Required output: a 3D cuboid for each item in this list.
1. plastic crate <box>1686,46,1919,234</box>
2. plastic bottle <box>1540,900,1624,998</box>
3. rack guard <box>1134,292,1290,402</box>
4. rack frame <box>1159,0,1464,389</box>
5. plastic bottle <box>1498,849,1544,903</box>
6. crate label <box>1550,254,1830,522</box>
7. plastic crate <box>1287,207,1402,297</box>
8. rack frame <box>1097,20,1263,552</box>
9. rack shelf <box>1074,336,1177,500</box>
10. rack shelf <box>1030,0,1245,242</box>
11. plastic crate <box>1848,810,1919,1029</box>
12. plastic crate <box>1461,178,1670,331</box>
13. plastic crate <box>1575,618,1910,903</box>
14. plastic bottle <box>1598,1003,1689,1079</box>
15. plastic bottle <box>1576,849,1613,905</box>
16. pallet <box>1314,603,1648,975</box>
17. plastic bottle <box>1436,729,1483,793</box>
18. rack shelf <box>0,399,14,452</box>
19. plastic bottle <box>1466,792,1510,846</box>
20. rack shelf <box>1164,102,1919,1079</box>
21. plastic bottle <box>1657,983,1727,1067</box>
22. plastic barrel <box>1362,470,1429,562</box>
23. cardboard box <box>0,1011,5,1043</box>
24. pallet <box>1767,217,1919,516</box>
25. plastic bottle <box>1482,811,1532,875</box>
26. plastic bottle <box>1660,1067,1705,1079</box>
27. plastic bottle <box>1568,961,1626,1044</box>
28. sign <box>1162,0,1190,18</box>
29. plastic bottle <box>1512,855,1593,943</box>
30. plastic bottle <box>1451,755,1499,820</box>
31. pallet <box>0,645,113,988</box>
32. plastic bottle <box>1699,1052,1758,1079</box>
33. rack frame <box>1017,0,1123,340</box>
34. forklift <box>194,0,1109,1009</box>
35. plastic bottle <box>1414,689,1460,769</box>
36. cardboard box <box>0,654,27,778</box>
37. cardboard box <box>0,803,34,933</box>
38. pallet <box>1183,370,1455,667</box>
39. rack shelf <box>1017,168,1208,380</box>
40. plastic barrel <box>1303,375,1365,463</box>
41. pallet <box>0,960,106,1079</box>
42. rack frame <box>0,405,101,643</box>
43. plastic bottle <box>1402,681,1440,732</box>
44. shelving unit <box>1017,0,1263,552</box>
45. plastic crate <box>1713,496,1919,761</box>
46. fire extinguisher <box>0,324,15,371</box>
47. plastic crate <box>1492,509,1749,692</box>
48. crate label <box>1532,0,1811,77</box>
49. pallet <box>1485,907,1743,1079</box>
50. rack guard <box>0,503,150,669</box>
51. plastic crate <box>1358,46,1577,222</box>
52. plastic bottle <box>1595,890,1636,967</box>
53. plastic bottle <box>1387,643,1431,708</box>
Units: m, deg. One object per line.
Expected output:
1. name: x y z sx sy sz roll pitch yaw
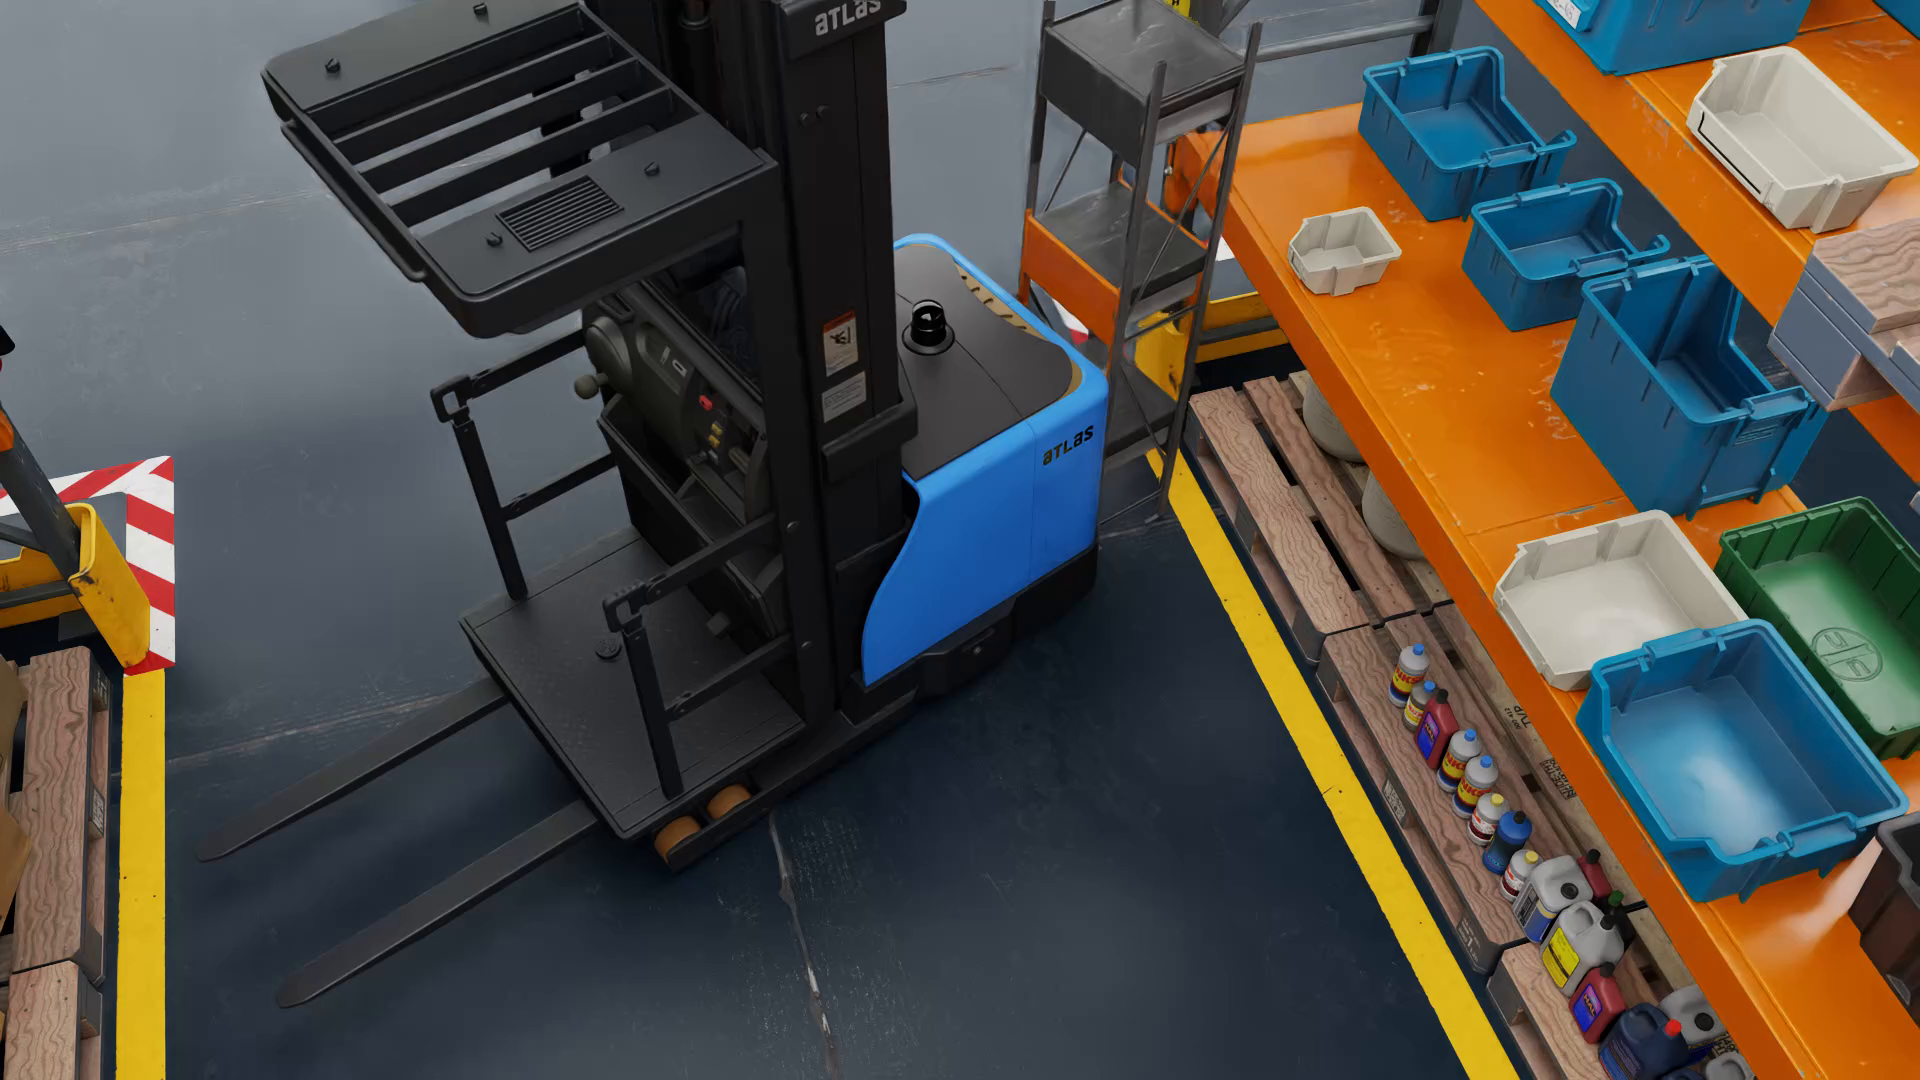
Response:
1. plastic crate: 1.552 -0.743 3.125 0.243 0.136 0.396 -13 51 -11
2. plastic bottle: 1.795 1.150 4.763 0.144 0.351 0.185 -14 51 -11
3. rack guard: 1.298 -0.851 6.641 1.175 0.500 0.348 -13 51 -11
4. rack frame: 1.230 -1.702 5.723 1.000 3.000 0.127 -13 51 -11
5. plastic bottle: 1.690 0.999 4.989 0.097 0.201 0.097 0 50 0
6. crate label: 2.033 -0.430 4.628 0.502 0.435 0.616 -13 51 -11
7. plastic crate: 1.188 -0.891 5.211 0.298 0.136 0.250 -13 51 -11
8. rack frame: 0.657 -0.706 5.460 0.400 2.100 0.015 -28 56 -25
9. rack shelf: 0.482 -0.387 6.120 0.431 0.518 0.480 -28 56 -25
10. rack shelf: 0.542 -1.310 5.070 0.431 0.518 0.480 -28 56 -25
11. plastic crate: 2.380 0.828 3.630 0.767 0.338 0.504 -13 51 -11
12. plastic crate: 1.851 -0.881 5.128 0.499 0.251 0.408 -13 51 -11
13. plastic crate: 1.827 0.520 3.947 0.499 0.251 0.616 -13 51 -11
14. plastic bottle: 1.891 1.386 4.564 0.144 0.351 0.185 -16 52 -13
15. plastic bottle: 1.853 1.028 4.910 0.061 0.283 0.133 -13 51 -11
16. pallet: 1.890 0.726 5.500 1.003 0.211 1.213 -13 51 -11
17. plastic bottle: 1.570 0.681 5.211 0.097 0.271 0.097 0 50 0
18. rack shelf: -2.910 1.110 3.822 1.077 0.370 4.000 -13 51 -11
19. plastic bottle: 1.629 0.849 5.115 0.097 0.201 0.097 0 50 0
20. rack shelf: 1.822 -0.009 4.767 1.077 0.370 4.000 -13 51 -11
21. plastic bottle: 2.025 1.358 4.637 0.152 0.276 0.135 -13 51 -11
22. plastic barrel: 1.646 -0.206 5.814 0.421 0.512 0.421 0 50 0
23. cardboard box: -2.956 1.438 4.436 0.500 0.500 0.500 -9 50 -8
24. pallet: 2.107 -0.191 2.611 1.213 0.211 1.003 -13 51 -11
25. plastic bottle: 1.660 0.902 5.025 0.097 0.271 0.097 0 50 0
26. plastic bottle: 1.948 1.526 4.446 0.144 0.351 0.185 -15 51 -12
27. plastic bottle: 1.803 1.298 4.683 0.061 0.283 0.133 -10 51 -9
28. sign: 0.704 -1.670 5.515 0.100 0.325 0.005 -13 51 -11
29. plastic bottle: 1.751 1.055 4.893 0.152 0.276 0.135 -12 51 -10
30. plastic bottle: 1.600 0.754 5.149 0.097 0.271 0.097 0 50 0
31. pallet: -3.272 0.974 5.291 1.003 0.211 1.213 -13 51 -11
32. plastic bottle: 2.085 1.494 4.474 0.144 0.351 0.185 -13 51 -11
33. rack frame: 0.368 -1.009 5.710 0.400 2.100 0.015 -28 56 -25
34. forklift: -0.979 -0.357 4.634 3.031 2.935 1.130 -31 56 -23
35. plastic bottle: 1.518 0.596 5.275 0.061 0.283 0.133 -13 51 -10
36. cardboard box: -3.332 0.548 5.186 0.500 0.500 0.500 -5 50 -4
37. cardboard box: -3.123 0.977 4.825 0.500 0.500 0.500 -2 50 -1
38. pallet: 1.533 -0.164 6.250 1.003 0.211 1.213 -13 51 -11
39. rack shelf: 0.512 -0.849 5.595 0.431 0.518 0.480 -28 56 -25
40. plastic barrel: 1.498 -0.572 6.123 0.421 0.512 0.421 0 50 0
41. pallet: -2.915 1.863 4.541 1.003 0.211 1.213 -13 51 -11
42. rack frame: -3.501 -0.582 4.779 1.000 3.000 0.127 -13 51 -11
43. plastic bottle: 1.500 0.528 5.385 0.097 0.201 0.097 0 50 0
44. shelving unit: 0.512 -0.858 5.585 0.431 2.100 0.503 -28 56 -25
45. plastic crate: 2.282 0.232 4.231 0.450 0.188 0.662 -13 51 -11
46. fire extinguisher: -3.095 -0.745 4.967 0.296 0.674 0.183 -13 51 -11
47. plastic crate: 1.691 0.176 4.312 0.530 0.136 0.437 -13 51 -11
48. crate label: 1.468 -1.179 3.417 0.502 0.251 0.408 -13 51 -11
49. pallet: 2.255 1.618 4.748 1.003 0.211 1.213 -13 51 -11
50. rack guard: -3.479 0.279 5.688 1.175 0.500 0.348 -13 51 -11
51. plastic crate: 1.664 -1.356 5.529 0.499 0.251 0.616 -13 51 -11
52. plastic bottle: 1.886 1.130 4.824 0.061 0.283 0.133 -13 51 -11
53. plastic bottle: 1.469 0.430 5.422 0.097 0.271 0.097 0 50 0
